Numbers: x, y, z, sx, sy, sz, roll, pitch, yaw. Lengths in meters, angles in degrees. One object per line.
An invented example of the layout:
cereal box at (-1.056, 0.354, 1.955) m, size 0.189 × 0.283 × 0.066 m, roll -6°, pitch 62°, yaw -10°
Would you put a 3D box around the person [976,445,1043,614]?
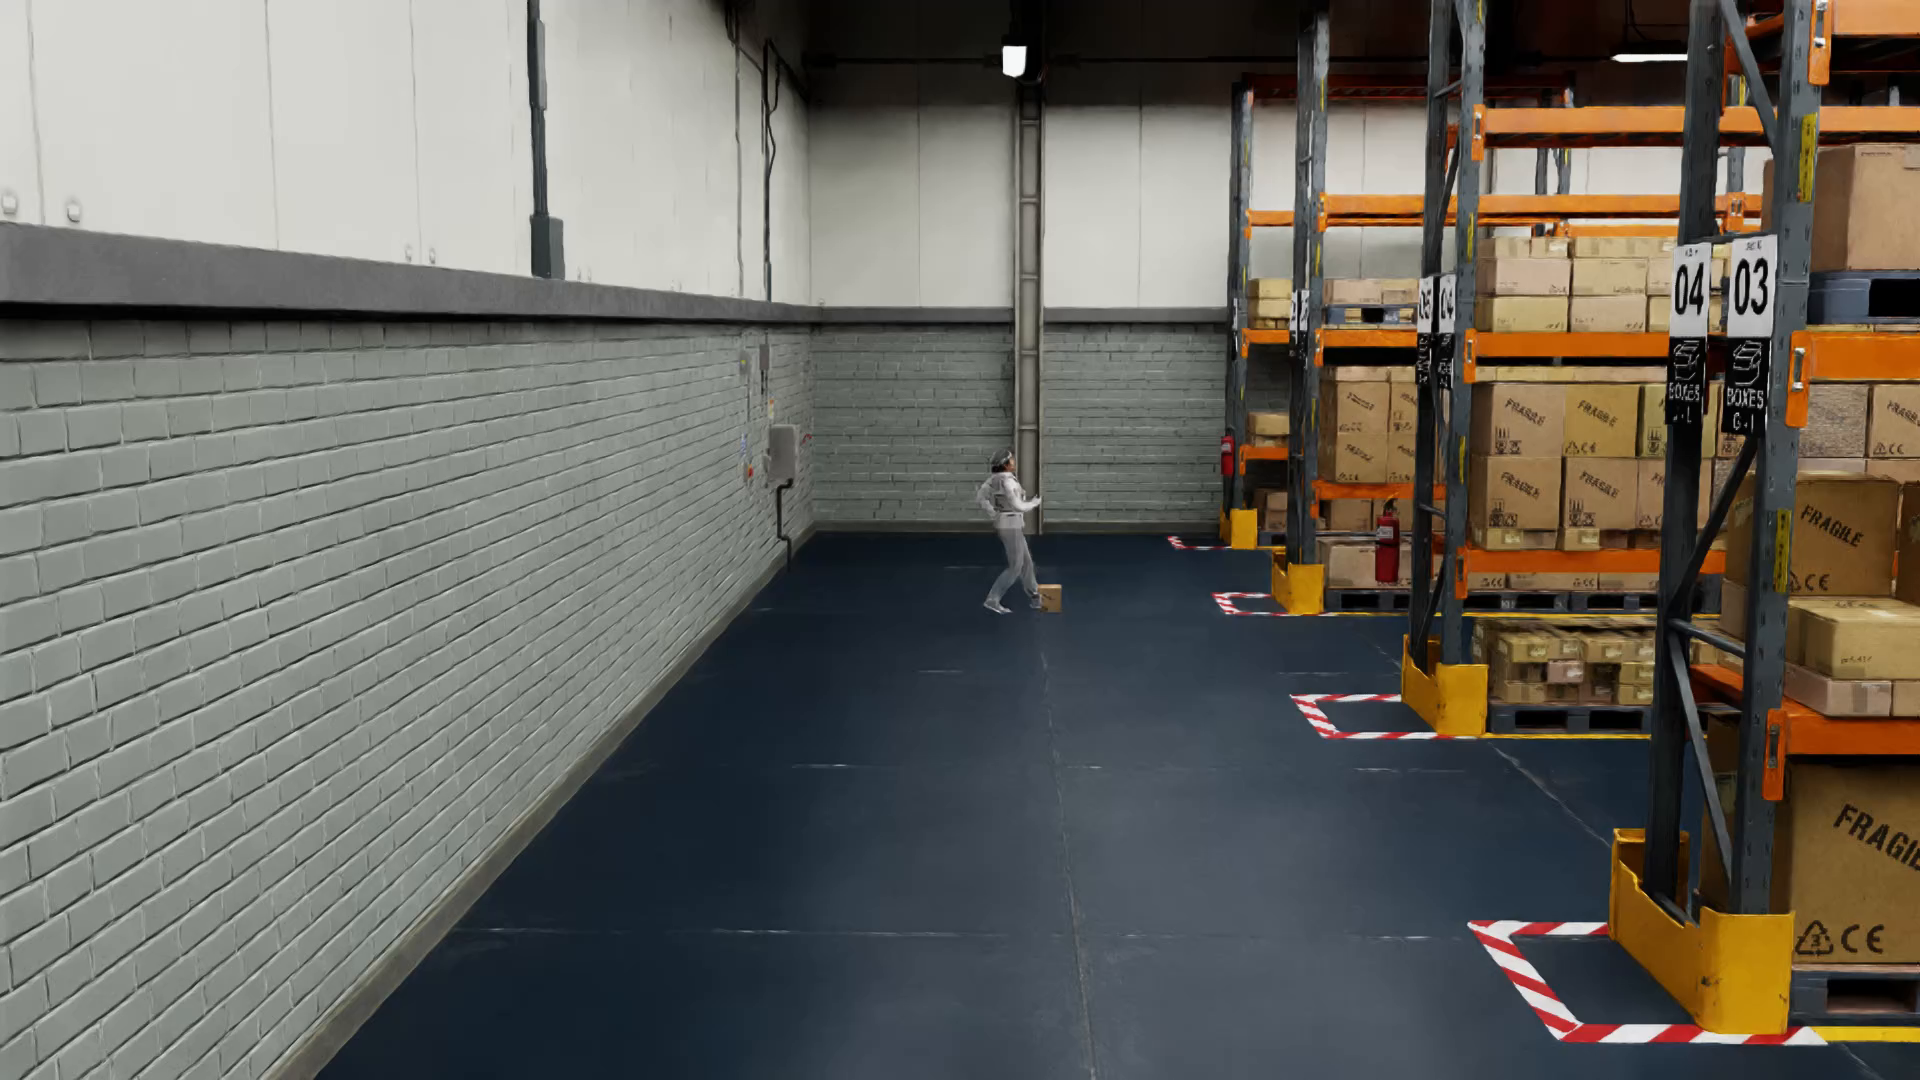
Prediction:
person at (0.594, -0.100, 16.464) m, size 0.797 × 1.686 × 0.574 m, roll -1°, pitch 7°, yaw -9°
